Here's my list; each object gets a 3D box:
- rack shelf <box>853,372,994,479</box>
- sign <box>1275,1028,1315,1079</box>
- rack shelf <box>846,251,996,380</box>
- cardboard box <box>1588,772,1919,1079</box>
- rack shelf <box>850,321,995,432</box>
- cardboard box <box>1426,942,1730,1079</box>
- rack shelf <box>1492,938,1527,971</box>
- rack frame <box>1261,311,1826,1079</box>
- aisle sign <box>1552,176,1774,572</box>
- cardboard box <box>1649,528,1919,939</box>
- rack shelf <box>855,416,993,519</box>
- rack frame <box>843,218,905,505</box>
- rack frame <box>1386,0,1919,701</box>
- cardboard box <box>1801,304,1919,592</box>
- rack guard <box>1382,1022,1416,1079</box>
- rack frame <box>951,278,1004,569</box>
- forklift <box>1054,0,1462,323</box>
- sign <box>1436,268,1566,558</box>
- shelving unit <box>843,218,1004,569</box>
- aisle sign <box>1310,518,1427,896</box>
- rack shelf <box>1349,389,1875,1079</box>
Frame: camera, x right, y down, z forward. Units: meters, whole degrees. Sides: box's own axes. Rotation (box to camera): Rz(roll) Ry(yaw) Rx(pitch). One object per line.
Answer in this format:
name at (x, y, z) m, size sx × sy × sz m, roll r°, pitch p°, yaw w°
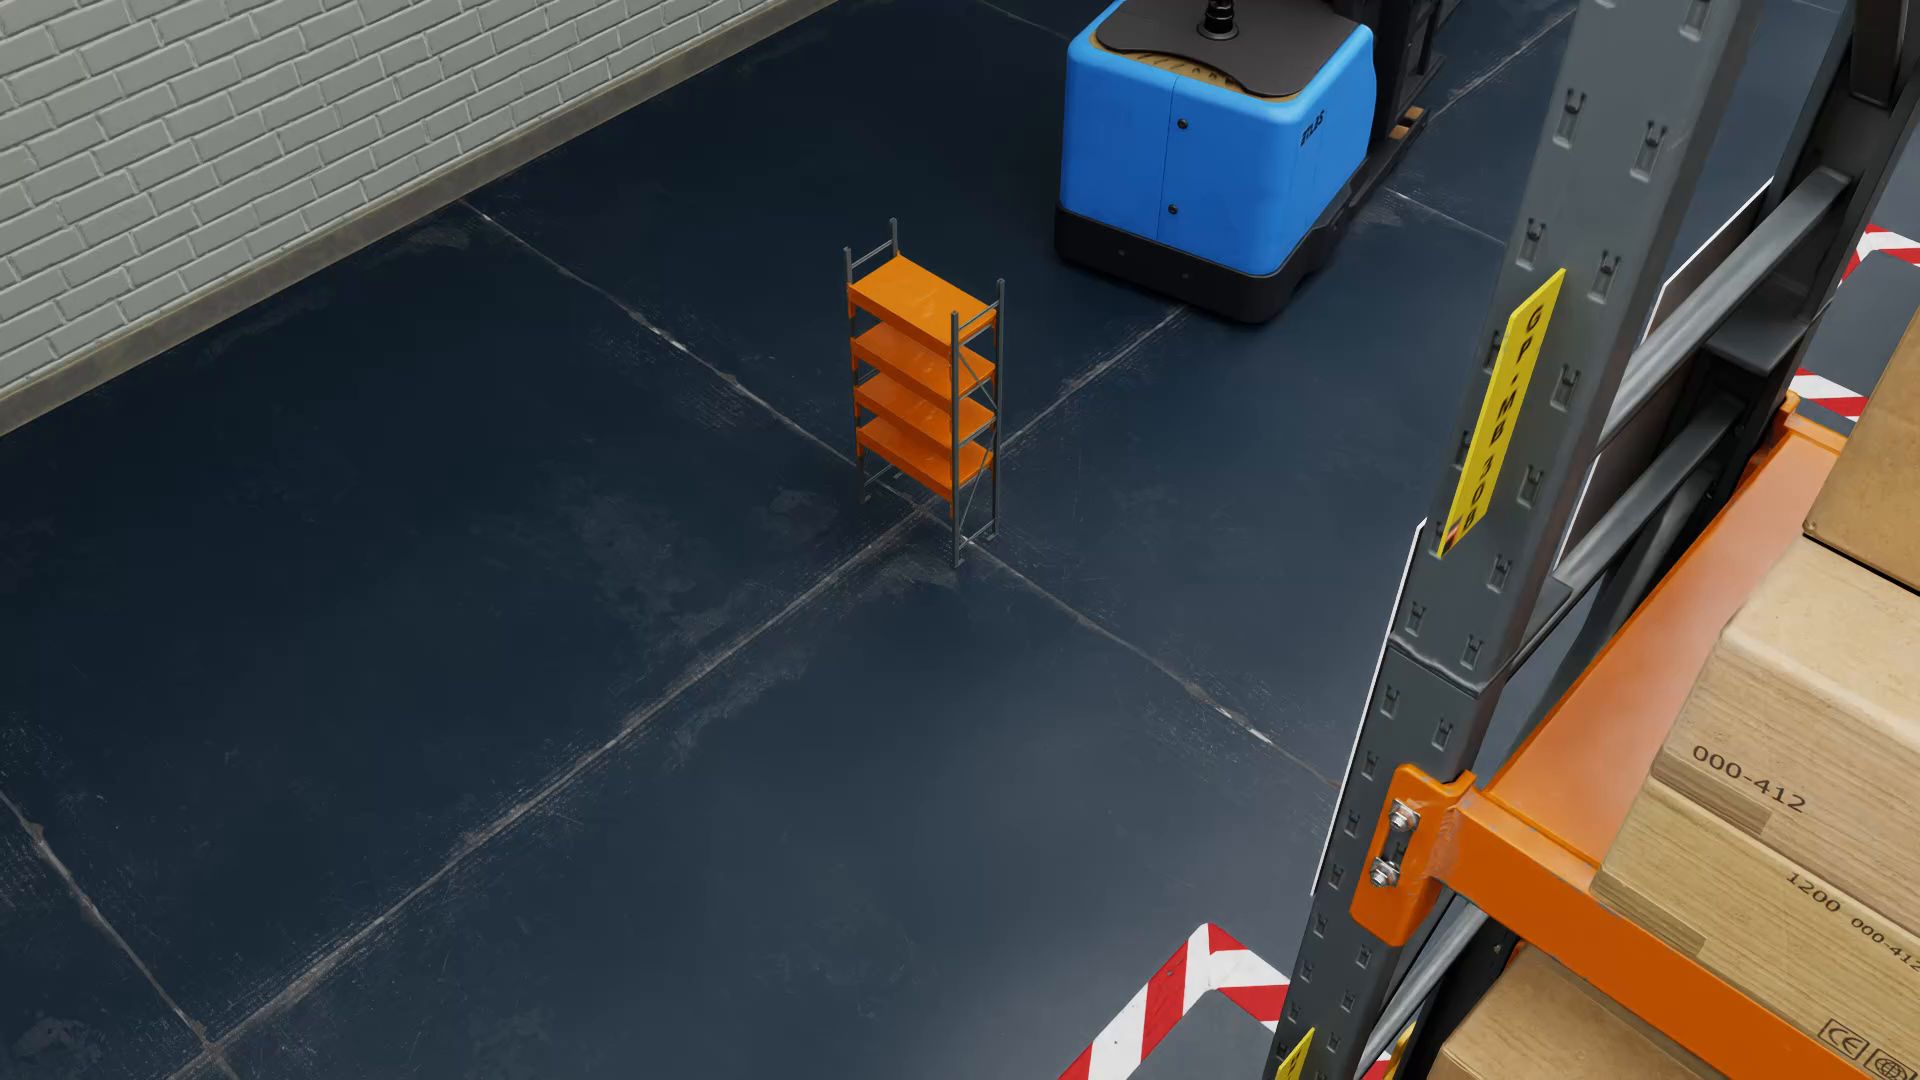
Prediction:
rack shelf at (-0.122, -0.446, 5.938) m, size 0.480 × 0.148 × 0.258 m, roll 34°, pitch 55°, yaw 28°
sign at (0.534, 0.911, 2.743) m, size 0.005 × 0.325 × 0.100 m, roll 34°, pitch 55°, yaw 28°
rack shelf at (-0.122, -0.762, 5.603) m, size 0.480 × 0.148 × 0.258 m, roll 34°, pitch 55°, yaw 28°
cardboard box at (1.107, 0.332, 1.926) m, size 0.500 × 0.250 × 0.500 m, roll 34°, pitch 55°, yaw 28°
rack shelf at (-0.122, -0.600, 5.775) m, size 0.480 × 0.148 × 0.258 m, roll 34°, pitch 55°, yaw 28°
cardboard box at (1.049, 0.901, 2.592) m, size 0.500 × 0.500 × 0.500 m, roll 36°, pitch 56°, yaw 29°
rack shelf at (2.371, 2.152, 2.665) m, size 4.000 × 0.370 × 1.077 m, roll 34°, pitch 55°, yaw 28°
rack frame at (0.902, 0.917, 3.332) m, size 0.127 × 3.000 × 1.000 m, roll 34°, pitch 55°, yaw 28°
aisle sign at (1.059, -0.171, 2.570) m, size 0.004 × 0.787 × 0.394 m, roll 34°, pitch 55°, yaw 28°
cardboard box at (1.103, 0.164, 1.741) m, size 0.500 × 0.250 × 0.500 m, roll 34°, pitch 55°, yaw 28°
rack shelf at (-0.122, -0.311, 6.083) m, size 0.480 × 0.148 × 0.258 m, roll 34°, pitch 55°, yaw 28°
rack frame at (-0.301, -0.613, 6.003) m, size 0.015 × 1.200 × 0.240 m, roll 34°, pitch 55°, yaw 28°
rack frame at (0.902, -1.137, 1.145) m, size 0.127 × 3.000 × 1.000 m, roll 34°, pitch 55°, yaw 28°
cardboard box at (1.290, -0.241, 1.607) m, size 0.500 × 0.500 × 0.700 m, roll 34°, pitch 55°, yaw 28°
rack guard at (0.957, 1.810, 4.208) m, size 0.348 × 0.500 × 1.175 m, roll 34°, pitch 55°, yaw 28°
rack frame at (0.058, -0.372, 5.776) m, size 0.015 × 1.200 × 0.240 m, roll 34°, pitch 55°, yaw 28°
forklift at (1.614, -2.980, 7.038) m, size 1.130 × 2.935 × 3.031 m, roll 24°, pitch 51°, yaw 21°
sign at (0.534, -0.118, 1.646) m, size 0.005 × 0.325 × 0.100 m, roll 34°, pitch 55°, yaw 28°
shelving unit at (-0.122, -0.493, 5.889) m, size 0.503 × 1.200 × 0.258 m, roll 34°, pitch 55°, yaw 28°
aisle sign at (0.652, 0.151, 2.268) m, size 0.004 × 0.787 × 0.394 m, roll 34°, pitch 55°, yaw 28°
rack shelf at (2.371, 1.125, 1.572) m, size 4.000 × 0.370 × 1.077 m, roll 34°, pitch 55°, yaw 28°
